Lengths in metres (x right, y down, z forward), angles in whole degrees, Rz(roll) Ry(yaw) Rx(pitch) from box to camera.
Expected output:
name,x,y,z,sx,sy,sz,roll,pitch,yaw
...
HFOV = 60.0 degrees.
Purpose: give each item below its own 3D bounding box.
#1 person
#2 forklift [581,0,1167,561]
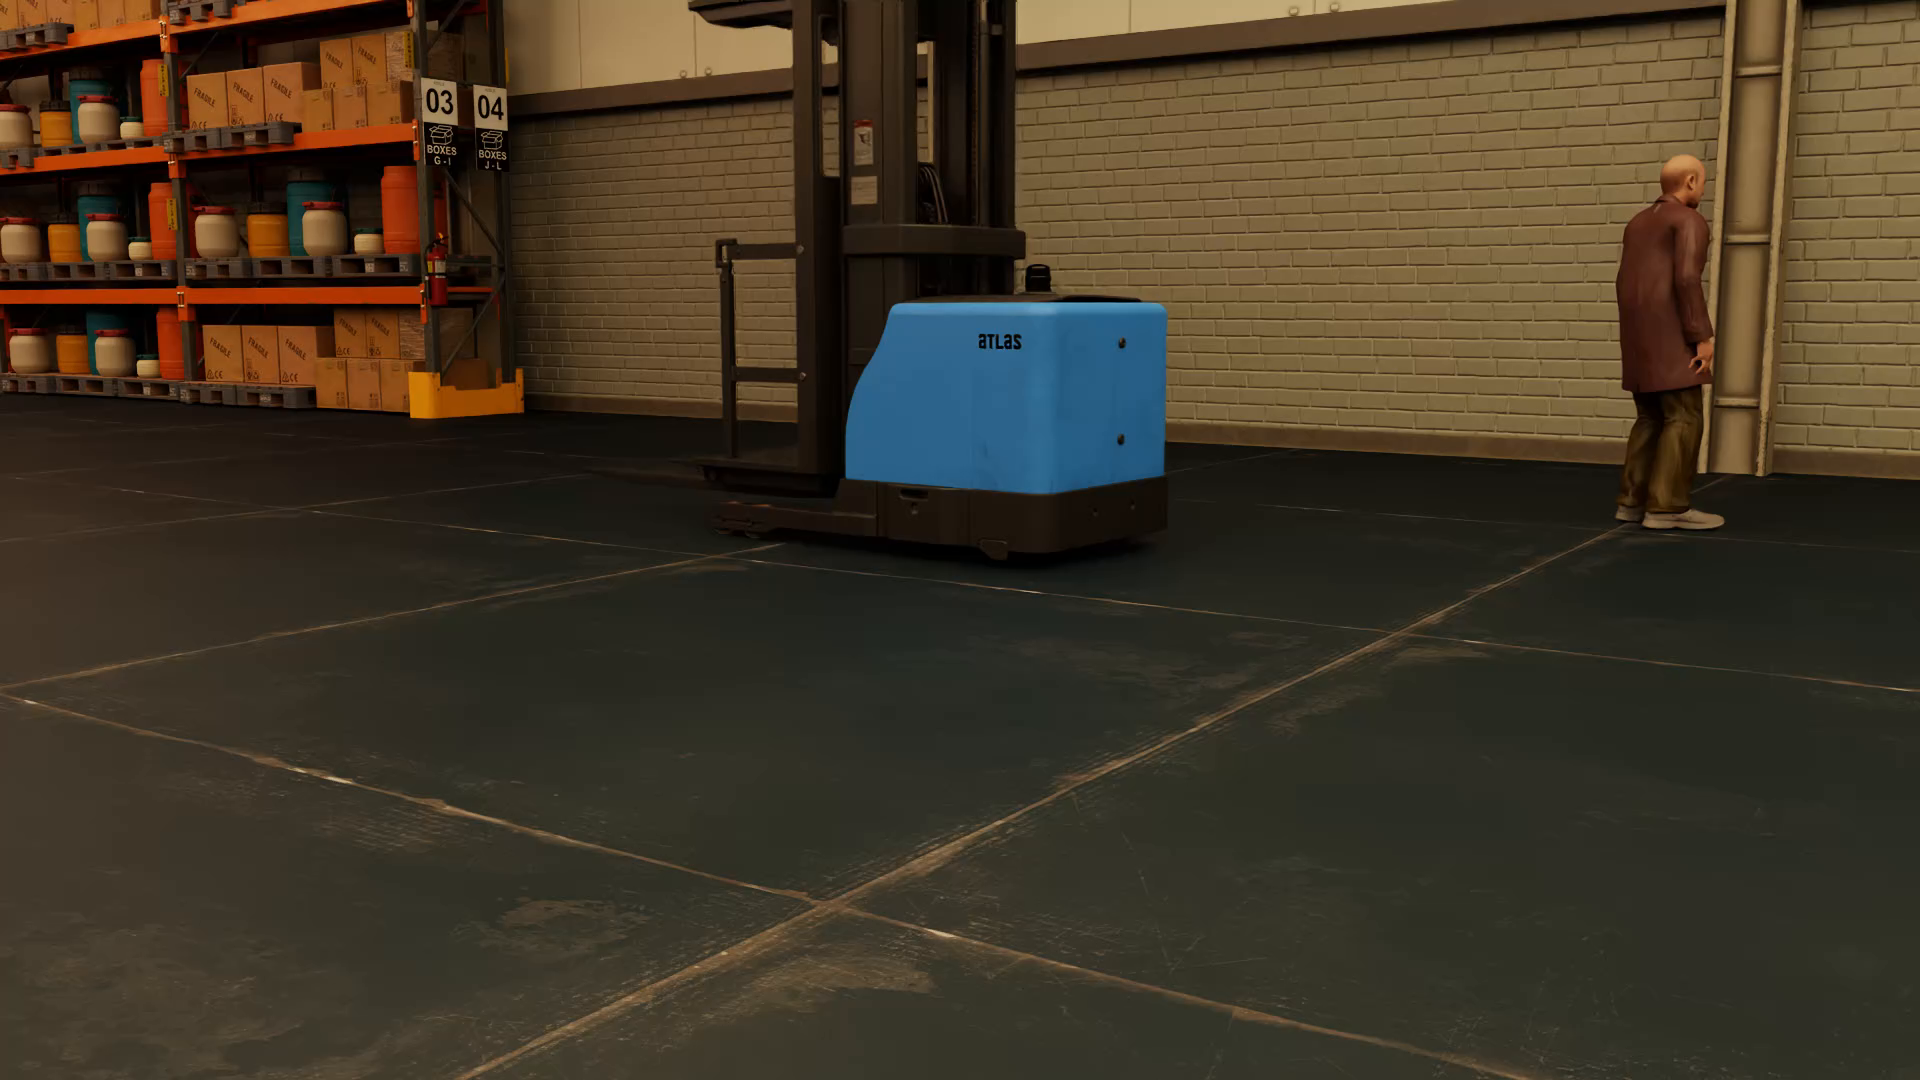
name,x,y,z,sx,sy,sz,roll,pitch,yaw
person,3.412,-0.953,8.019,0.437,1.774,0.644,-1,8,-9
forklift,-0.555,-1.506,7.785,3.031,2.935,1.130,6,10,37
